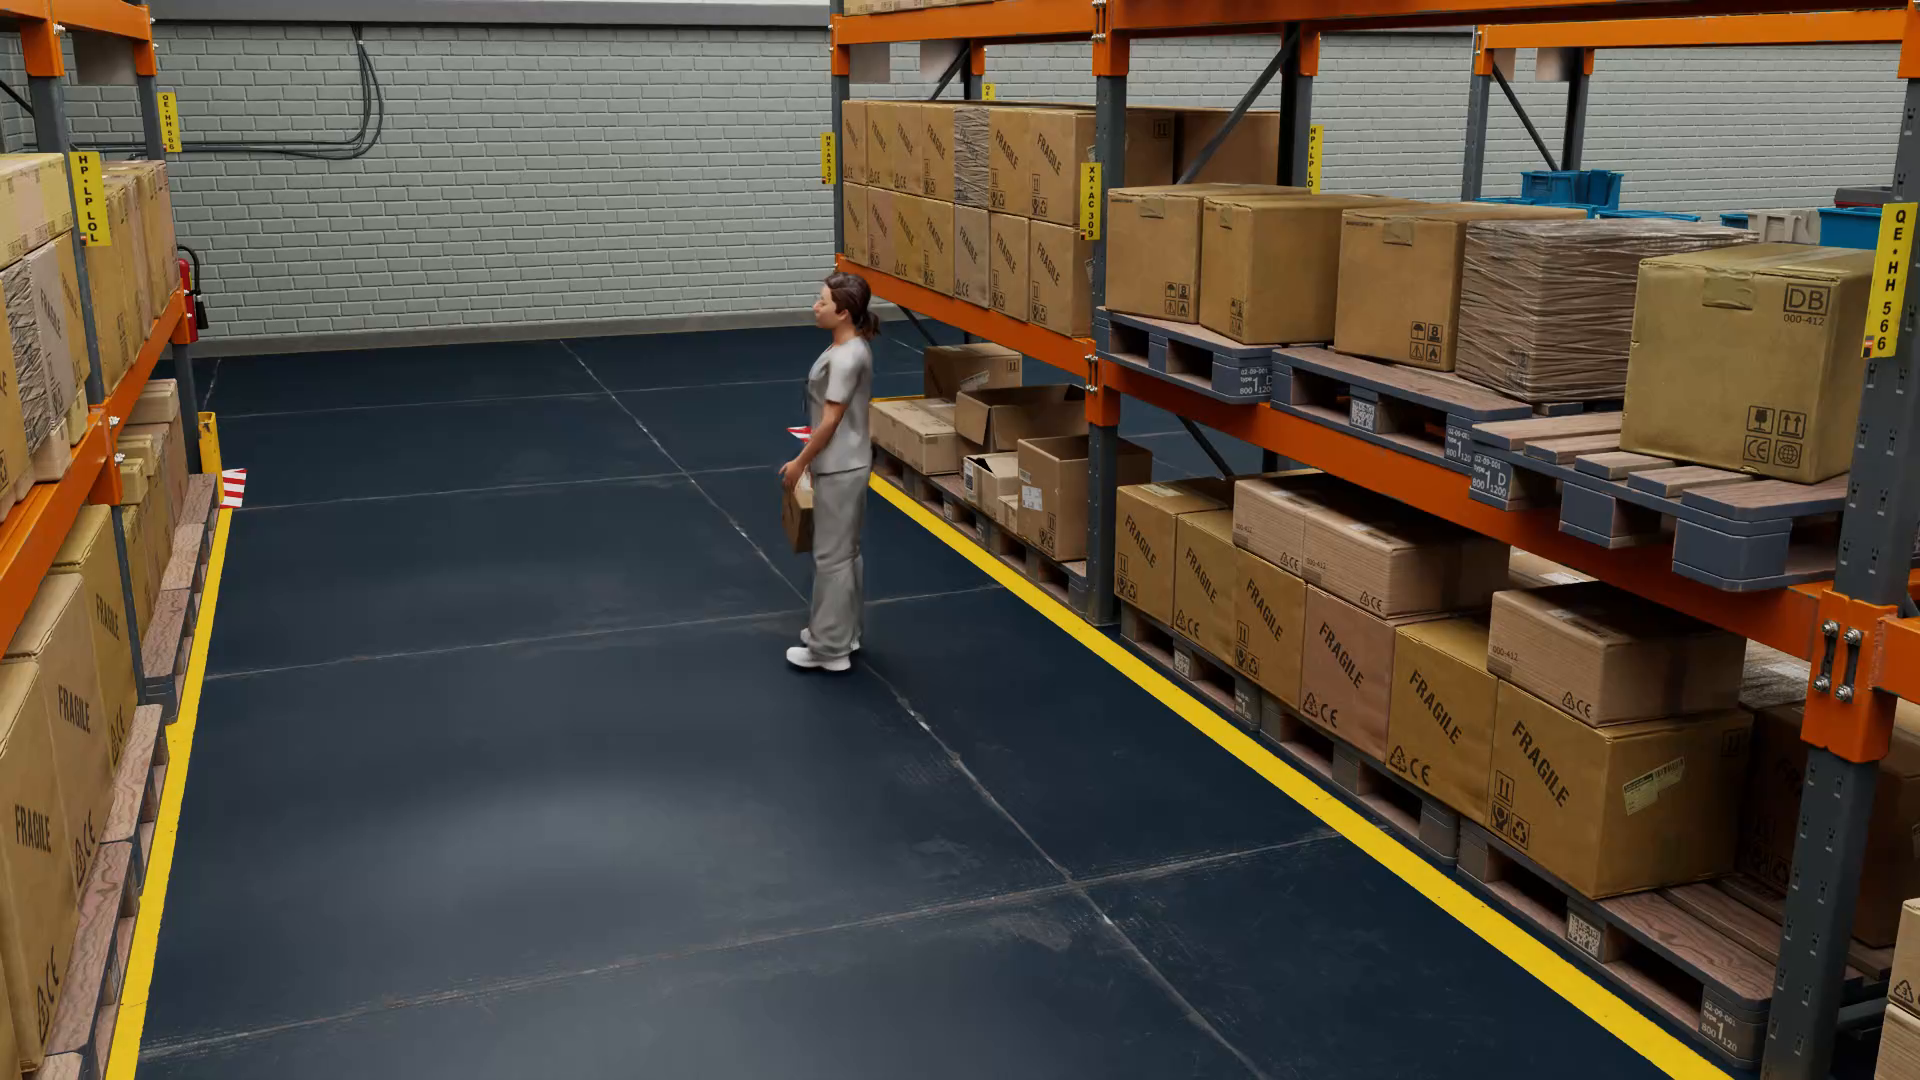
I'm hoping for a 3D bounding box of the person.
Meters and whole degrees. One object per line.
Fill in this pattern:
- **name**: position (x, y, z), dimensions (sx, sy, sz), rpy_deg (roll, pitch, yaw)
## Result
- **person**: position (-0.533, -0.292, 7.004), dimensions (0.440, 1.684, 0.530), rpy_deg (0, 16, 0)
